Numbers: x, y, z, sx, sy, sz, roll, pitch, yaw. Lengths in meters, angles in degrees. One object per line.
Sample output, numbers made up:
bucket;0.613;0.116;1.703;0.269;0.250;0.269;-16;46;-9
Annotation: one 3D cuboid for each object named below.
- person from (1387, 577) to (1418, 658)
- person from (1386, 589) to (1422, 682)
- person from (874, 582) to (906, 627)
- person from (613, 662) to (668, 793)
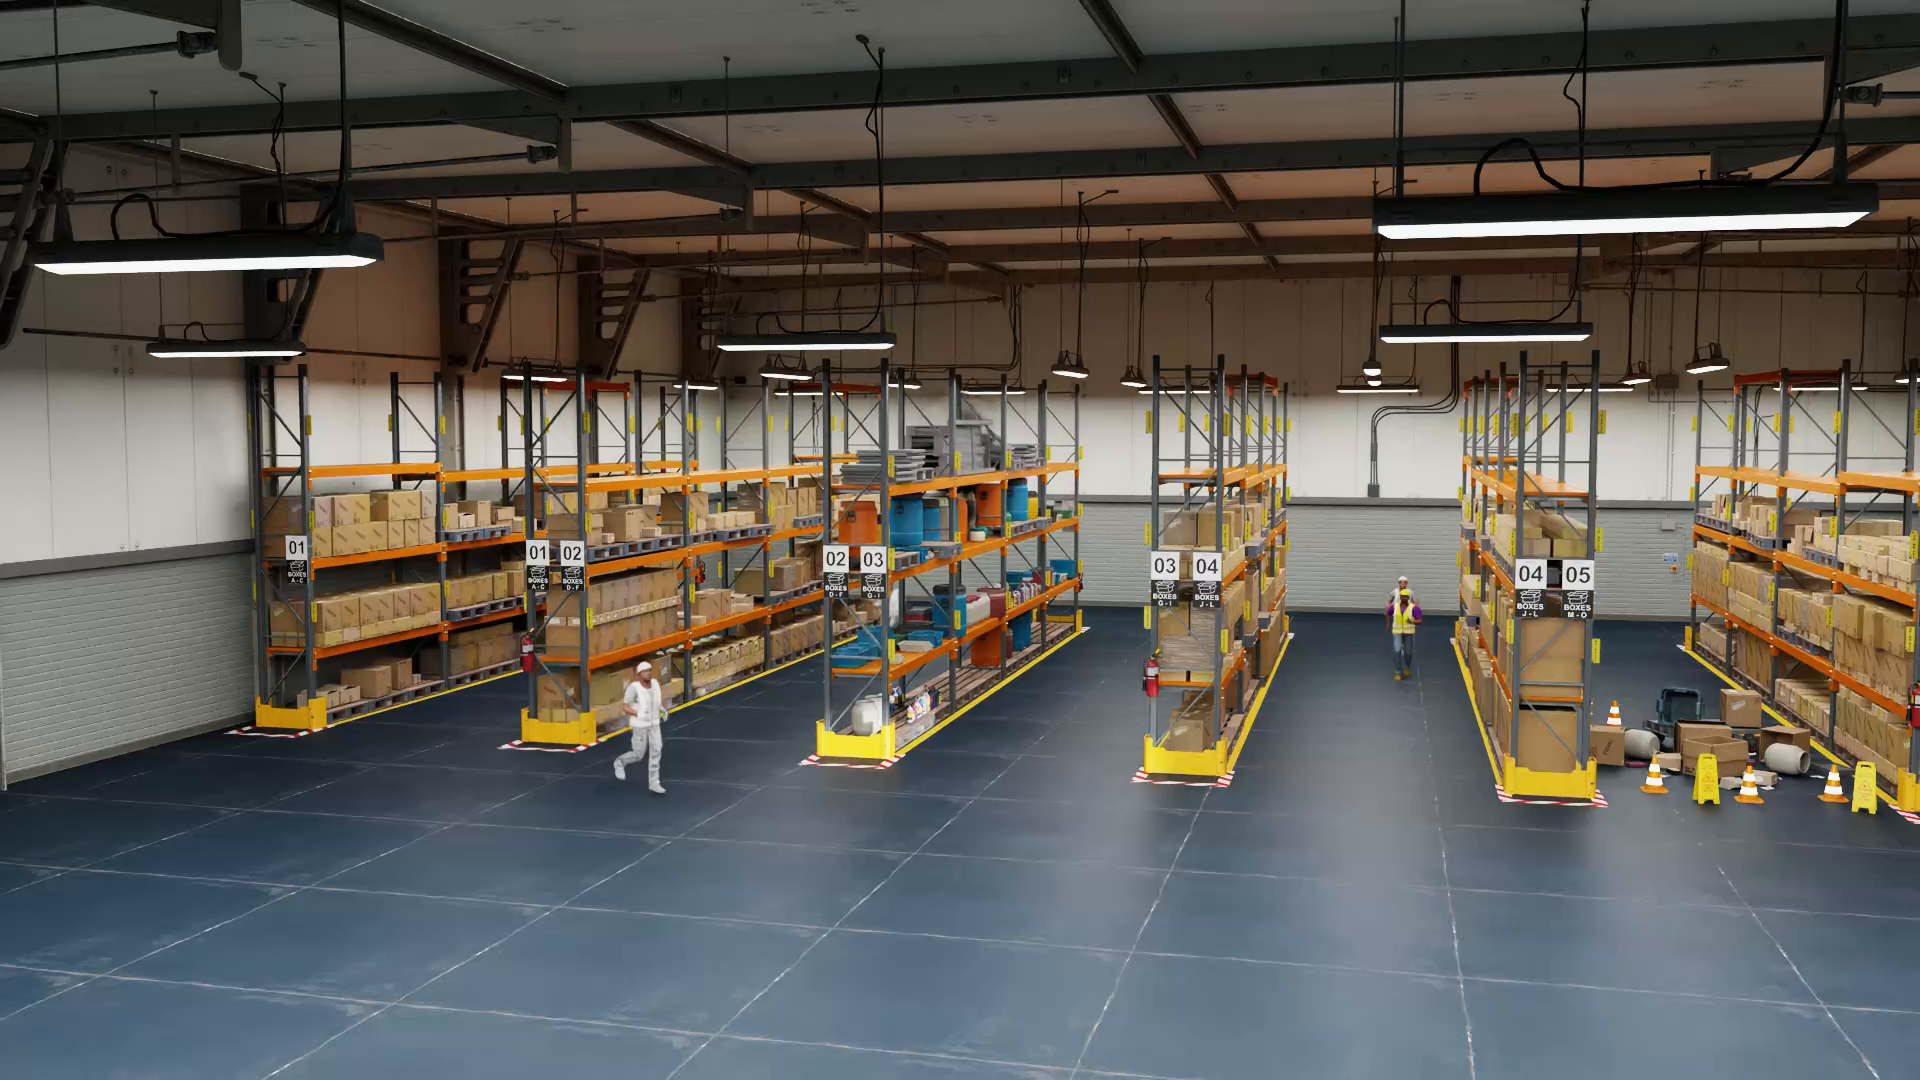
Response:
person;9.570;1.658;35.973;0.667;1.742;0.602;1;4;13
person;8.688;1.841;32.578;0.705;1.760;0.966;1;4;19
person;-1.505;1.627;35.475;0.657;1.722;0.971;0;4;5
person;-4.353;2.550;22.848;0.911;1.779;0.691;4;5;43
